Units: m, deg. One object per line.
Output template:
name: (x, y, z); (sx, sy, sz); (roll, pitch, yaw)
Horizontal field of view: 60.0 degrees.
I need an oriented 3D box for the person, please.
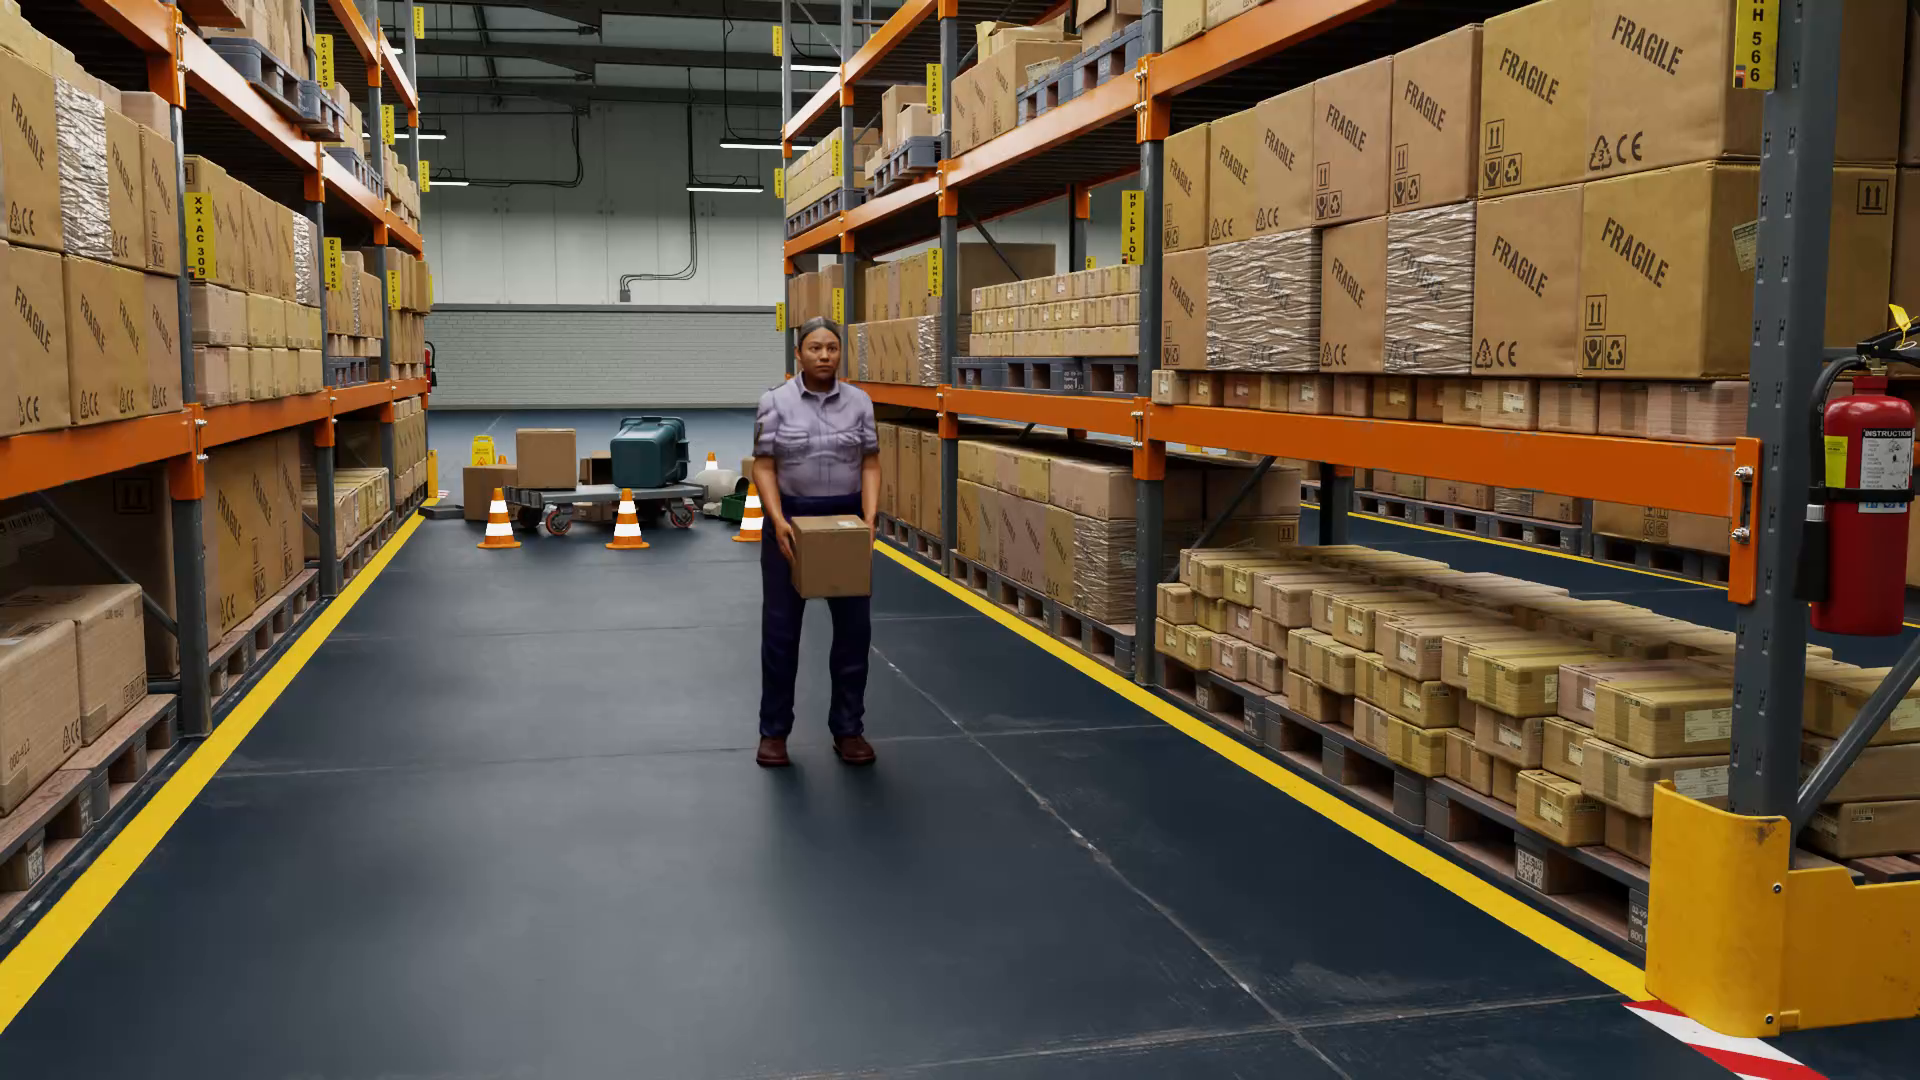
person: (-0.530, -0.004, 6.236); (0.506, 1.656, 0.423); (-2, 6, -15)
